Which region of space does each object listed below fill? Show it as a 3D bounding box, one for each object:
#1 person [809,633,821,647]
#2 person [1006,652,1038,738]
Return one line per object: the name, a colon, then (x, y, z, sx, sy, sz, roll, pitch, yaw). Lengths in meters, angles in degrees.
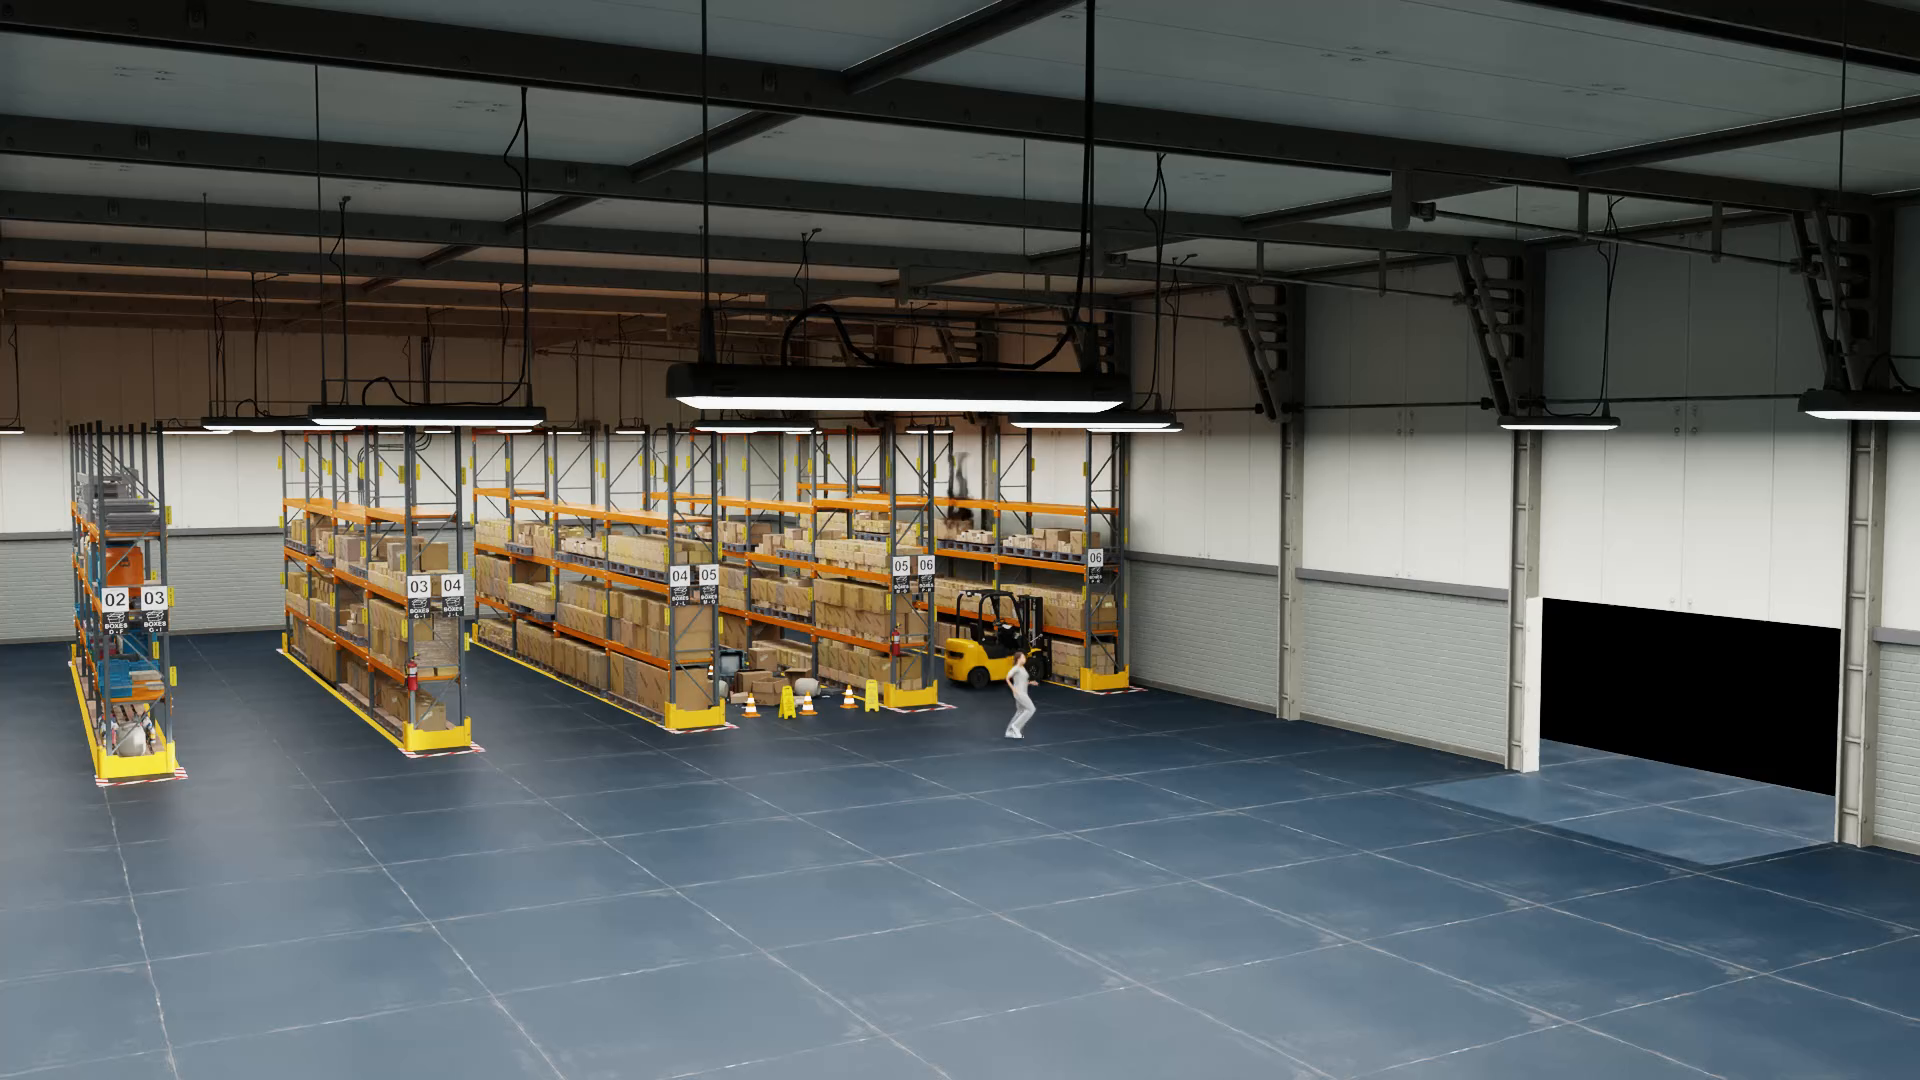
person: (-3.813, 2.262, 43.454, 0.540, 1.556, 0.546, -3, 4, -38)
person: (1.175, 2.935, 31.545, 0.635, 1.634, 0.544, 1, 4, 15)
